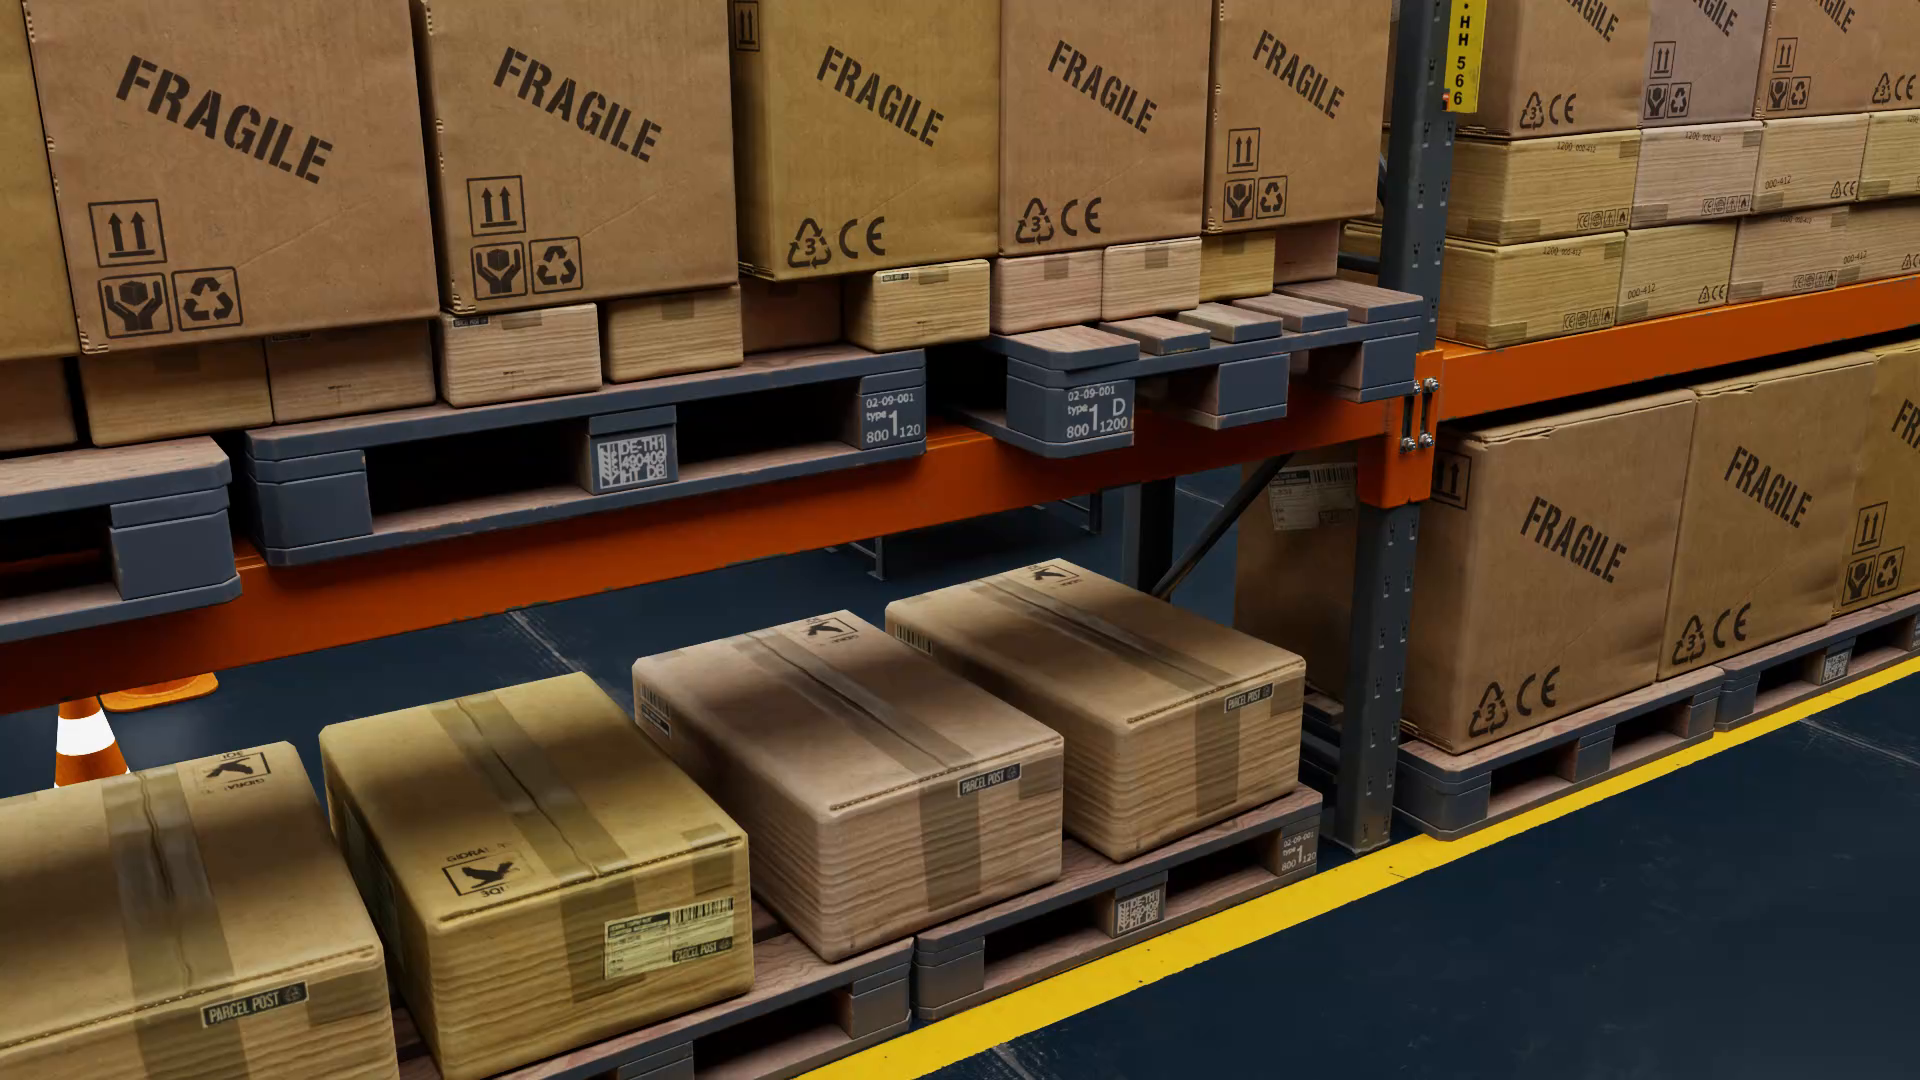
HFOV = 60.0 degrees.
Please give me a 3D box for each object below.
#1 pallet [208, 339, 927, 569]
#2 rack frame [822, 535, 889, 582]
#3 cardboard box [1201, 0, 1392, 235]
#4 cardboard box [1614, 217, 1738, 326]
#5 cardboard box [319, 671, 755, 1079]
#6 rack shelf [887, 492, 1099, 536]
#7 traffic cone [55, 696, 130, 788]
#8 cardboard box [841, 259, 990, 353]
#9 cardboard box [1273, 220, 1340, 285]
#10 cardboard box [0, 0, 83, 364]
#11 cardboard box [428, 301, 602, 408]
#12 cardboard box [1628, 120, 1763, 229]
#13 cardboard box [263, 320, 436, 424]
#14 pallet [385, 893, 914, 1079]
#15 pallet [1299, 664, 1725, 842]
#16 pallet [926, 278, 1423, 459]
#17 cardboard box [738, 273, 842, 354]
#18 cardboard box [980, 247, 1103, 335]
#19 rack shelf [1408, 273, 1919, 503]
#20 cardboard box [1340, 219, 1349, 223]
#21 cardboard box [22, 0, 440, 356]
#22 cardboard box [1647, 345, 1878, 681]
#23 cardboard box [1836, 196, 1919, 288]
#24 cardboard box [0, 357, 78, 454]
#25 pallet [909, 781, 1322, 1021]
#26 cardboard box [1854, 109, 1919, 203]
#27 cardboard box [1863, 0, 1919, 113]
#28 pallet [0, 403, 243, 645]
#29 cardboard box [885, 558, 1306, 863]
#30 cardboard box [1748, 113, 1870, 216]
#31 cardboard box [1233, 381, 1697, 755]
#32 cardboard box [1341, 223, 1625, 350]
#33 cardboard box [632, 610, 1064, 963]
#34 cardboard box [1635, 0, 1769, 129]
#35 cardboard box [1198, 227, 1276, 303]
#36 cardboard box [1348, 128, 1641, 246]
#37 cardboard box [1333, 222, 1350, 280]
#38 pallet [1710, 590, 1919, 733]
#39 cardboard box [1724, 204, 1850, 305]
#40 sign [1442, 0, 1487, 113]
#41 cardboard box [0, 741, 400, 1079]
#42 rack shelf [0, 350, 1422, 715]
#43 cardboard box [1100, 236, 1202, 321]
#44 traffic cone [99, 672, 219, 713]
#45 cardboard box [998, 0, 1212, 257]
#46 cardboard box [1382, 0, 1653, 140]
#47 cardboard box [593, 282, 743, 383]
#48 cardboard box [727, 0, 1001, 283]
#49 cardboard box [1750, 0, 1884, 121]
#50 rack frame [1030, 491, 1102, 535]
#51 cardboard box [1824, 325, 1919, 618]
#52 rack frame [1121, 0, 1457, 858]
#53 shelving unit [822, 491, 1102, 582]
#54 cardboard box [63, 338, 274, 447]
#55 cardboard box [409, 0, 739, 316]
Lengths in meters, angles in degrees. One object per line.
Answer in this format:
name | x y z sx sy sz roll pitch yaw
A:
pallet | -0.827 -0.291 3.220 1.213 0.211 1.003 -12 22 -31
rack frame | -0.419 -0.445 6.303 0.032 1.125 0.500 -12 22 -31
cardboard box | 0.577 -0.974 3.665 0.500 0.500 0.500 -13 22 -33
cardboard box | 1.770 -0.784 4.615 0.500 0.250 0.500 -13 22 -33
cardboard box | -0.922 0.666 3.539 0.625 0.372 0.950 -11 22 -30
rack shelf | 0.006 -0.302 6.646 1.000 0.278 0.538 -12 22 -31
traffic cone | -2.272 0.572 4.329 0.334 0.463 0.336 -12 22 -31
cardboard box | -0.148 -0.483 3.226 0.250 0.149 0.380 -11 22 -30
cardboard box | 0.659 -0.700 3.869 0.250 0.149 0.380 -11 22 -29
cardboard box | -1.570 -0.518 2.317 0.500 0.500 0.500 -12 22 -31
cardboard box | -0.798 -0.351 2.837 0.250 0.149 0.380 -11 22 -29
cardboard box | 1.795 -1.021 4.534 0.500 0.250 0.500 -11 22 -30
cardboard box | -1.049 -0.318 2.740 0.250 0.149 0.380 -12 22 -31
pallet | -0.868 0.931 3.662 1.213 0.211 1.003 -12 22 -31
pallet | 1.503 0.461 5.051 1.213 0.211 1.003 -12 22 -31
pallet | 0.267 -0.496 3.828 1.003 0.211 1.213 -12 22 -31
cardboard box | -0.427 -0.472 3.195 0.250 0.149 0.380 -12 22 -31
cardboard box | 0.075 -0.535 3.381 0.250 0.149 0.380 -13 23 -34
rack shelf | 2.474 -0.753 5.410 4.000 0.370 1.077 -12 22 -31
cardboard box | 1.068 -1.060 4.650 0.500 0.250 0.500 -12 22 -32
cardboard box | -1.150 -0.601 2.564 0.500 0.500 0.500 -12 22 -32
cardboard box | 2.173 -0.189 5.282 0.875 0.875 0.875 -12 22 -31
cardboard box | 2.621 -0.963 5.143 0.500 0.250 0.500 -12 22 -31
cardboard box | -1.494 -0.241 2.511 0.250 0.149 0.380 -10 21 -28
pallet | 0.150 0.717 4.294 1.213 0.211 1.003 -12 22 -31
cardboard box | 2.649 -1.191 5.038 0.500 0.250 0.500 -11 22 -30
cardboard box | 2.623 -1.548 4.924 0.500 0.500 0.500 -12 22 -31
pallet | -1.819 -0.041 2.483 1.213 0.211 1.003 -12 22 -31
cardboard box | 0.326 0.402 4.320 0.625 0.372 0.950 -14 23 -35
cardboard box | 2.218 -1.105 4.784 0.500 0.250 0.500 -12 22 -32
cardboard box | 1.426 -0.033 4.820 0.875 0.875 0.875 -12 22 -32
cardboard box | 1.351 -0.689 4.333 0.500 0.250 0.500 -12 22 -32
cardboard box | -0.286 0.534 3.929 0.625 0.372 0.950 -12 22 -32
cardboard box | 1.759 -1.373 4.407 0.500 0.500 0.500 -12 22 -31
cardboard box | 0.475 -0.634 3.672 0.250 0.149 0.380 -12 22 -31
cardboard box | 1.362 -0.930 4.266 0.500 0.250 0.500 -12 22 -32
cardboard box | 1.083 -0.829 4.746 0.500 0.250 0.500 -13 23 -33
pallet | 2.521 0.248 5.683 1.213 0.211 1.003 -12 22 -31
cardboard box | 2.211 -0.875 4.883 0.500 0.250 0.500 -11 22 -30
sign | 1.110 -1.109 3.656 0.005 0.325 0.100 -12 22 -31
cardboard box | -1.502 0.789 3.175 0.625 0.372 0.950 -10 21 -28
rack shelf | -0.867 -0.048 3.326 4.000 0.370 1.077 -12 22 -31
cardboard box | 0.289 -0.577 3.506 0.250 0.149 0.380 -12 22 -32
traffic cone | -2.579 0.254 5.271 0.334 0.463 0.336 -12 22 -31
cardboard box | 0.151 -0.880 3.387 0.500 0.500 0.500 -12 22 -32
cardboard box | 1.350 -1.284 4.140 0.500 0.500 0.500 -13 22 -33
cardboard box | -0.591 -0.406 2.999 0.250 0.149 0.380 -13 22 -33
cardboard box | -0.270 -0.791 3.123 0.500 0.500 0.500 -14 23 -35
cardboard box | 2.199 -1.460 4.664 0.500 0.500 0.500 -11 22 -30
rack frame | 0.430 -0.624 6.833 0.032 1.125 0.500 -12 22 -31
cardboard box | 2.920 -0.346 5.747 0.875 0.875 0.875 -11 22 -30
rack frame | 0.803 -0.741 4.253 0.127 3.000 1.000 -12 22 -31
shelving unit | 0.006 -0.534 6.568 1.048 1.125 0.538 -12 22 -31
cardboard box | -1.256 -0.275 2.612 0.250 0.149 0.380 -12 22 -31
cardboard box | -0.726 -0.695 2.840 0.500 0.500 0.500 -13 23 -34
